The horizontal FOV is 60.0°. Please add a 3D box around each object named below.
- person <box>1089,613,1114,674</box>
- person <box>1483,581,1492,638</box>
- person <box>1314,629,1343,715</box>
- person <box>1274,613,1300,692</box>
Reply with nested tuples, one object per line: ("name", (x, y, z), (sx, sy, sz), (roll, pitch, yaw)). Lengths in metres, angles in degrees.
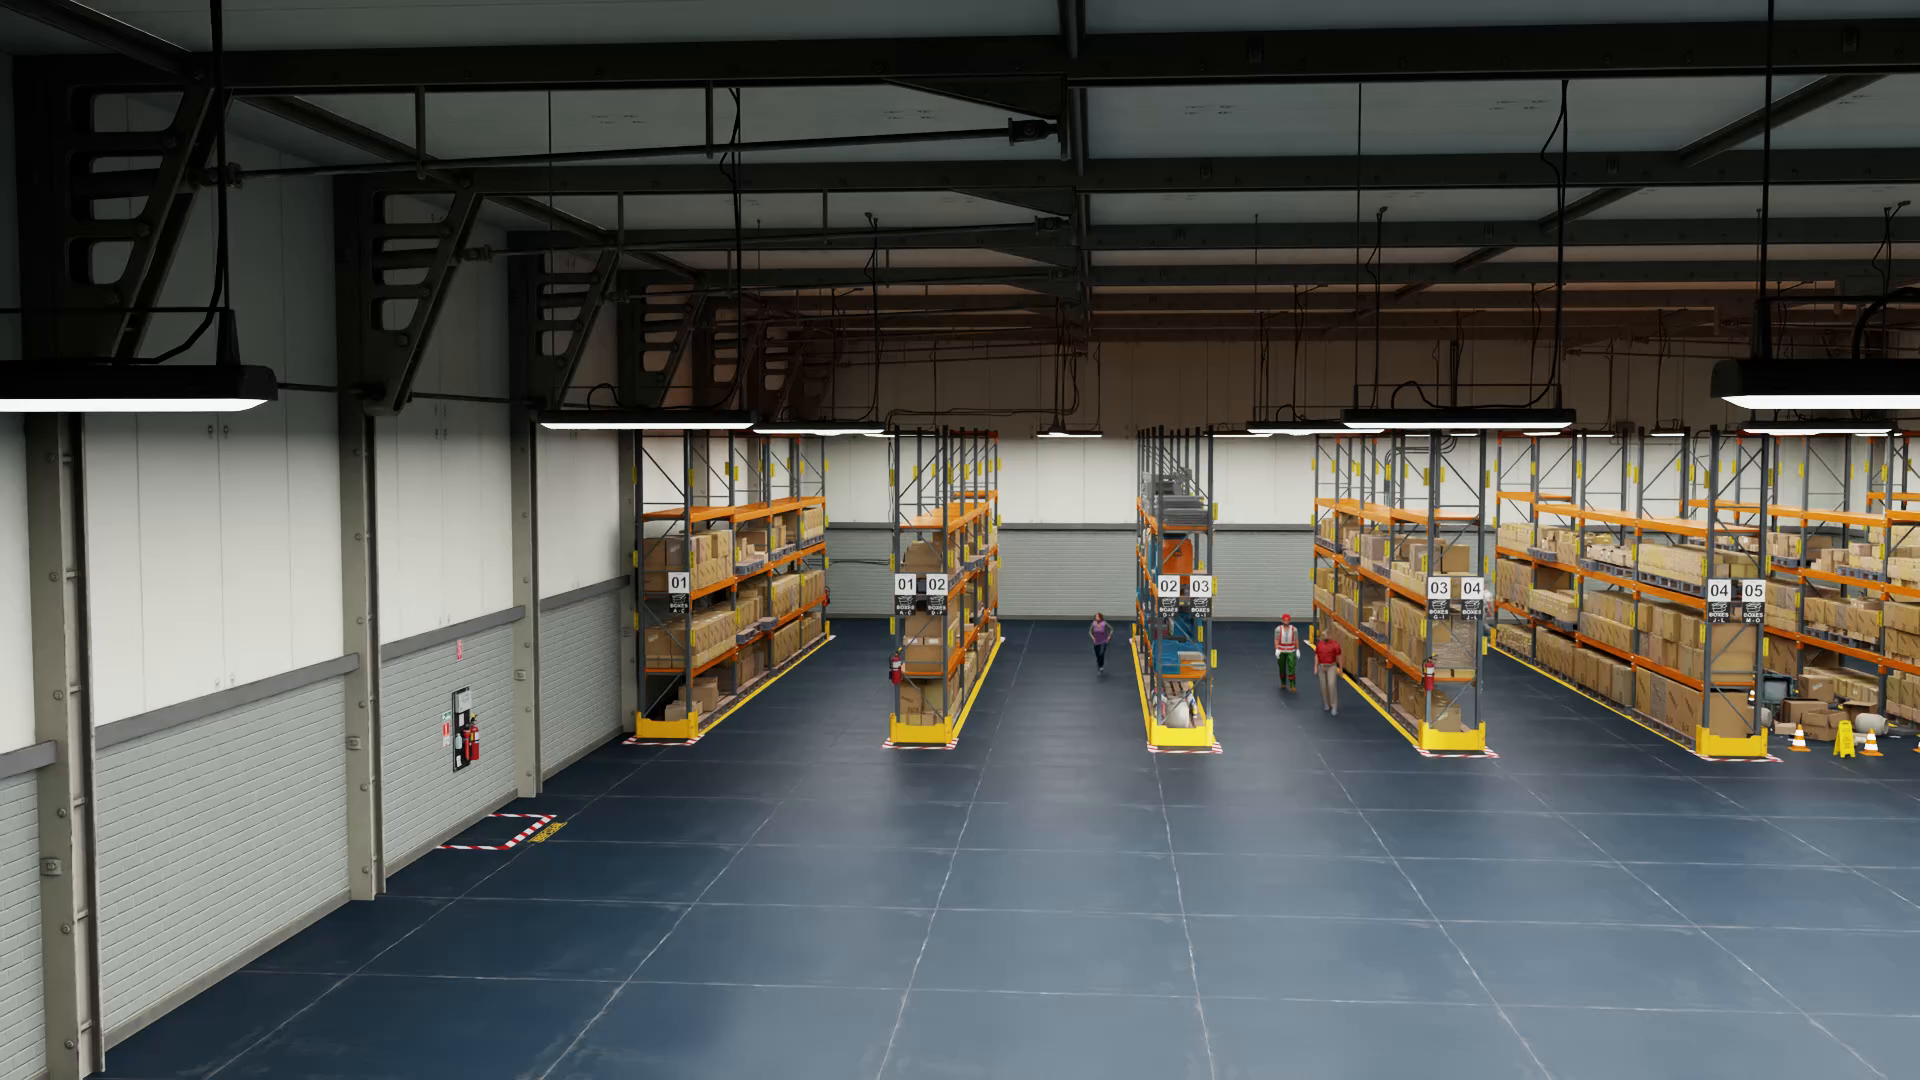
("person", (3.445, 2.513, 40.493), (0.590, 1.517, 0.795), (1, 4, 15))
("person", (14.832, 2.013, 47.234), (1.004, 1.721, 0.551), (-1, 4, -15))
("person", (7.738, 2.767, 35.051), (0.640, 1.752, 0.614), (3, 4, 37))
("person", (7.445, 2.546, 37.822), (0.587, 1.742, 0.926), (1, 3, 11))
